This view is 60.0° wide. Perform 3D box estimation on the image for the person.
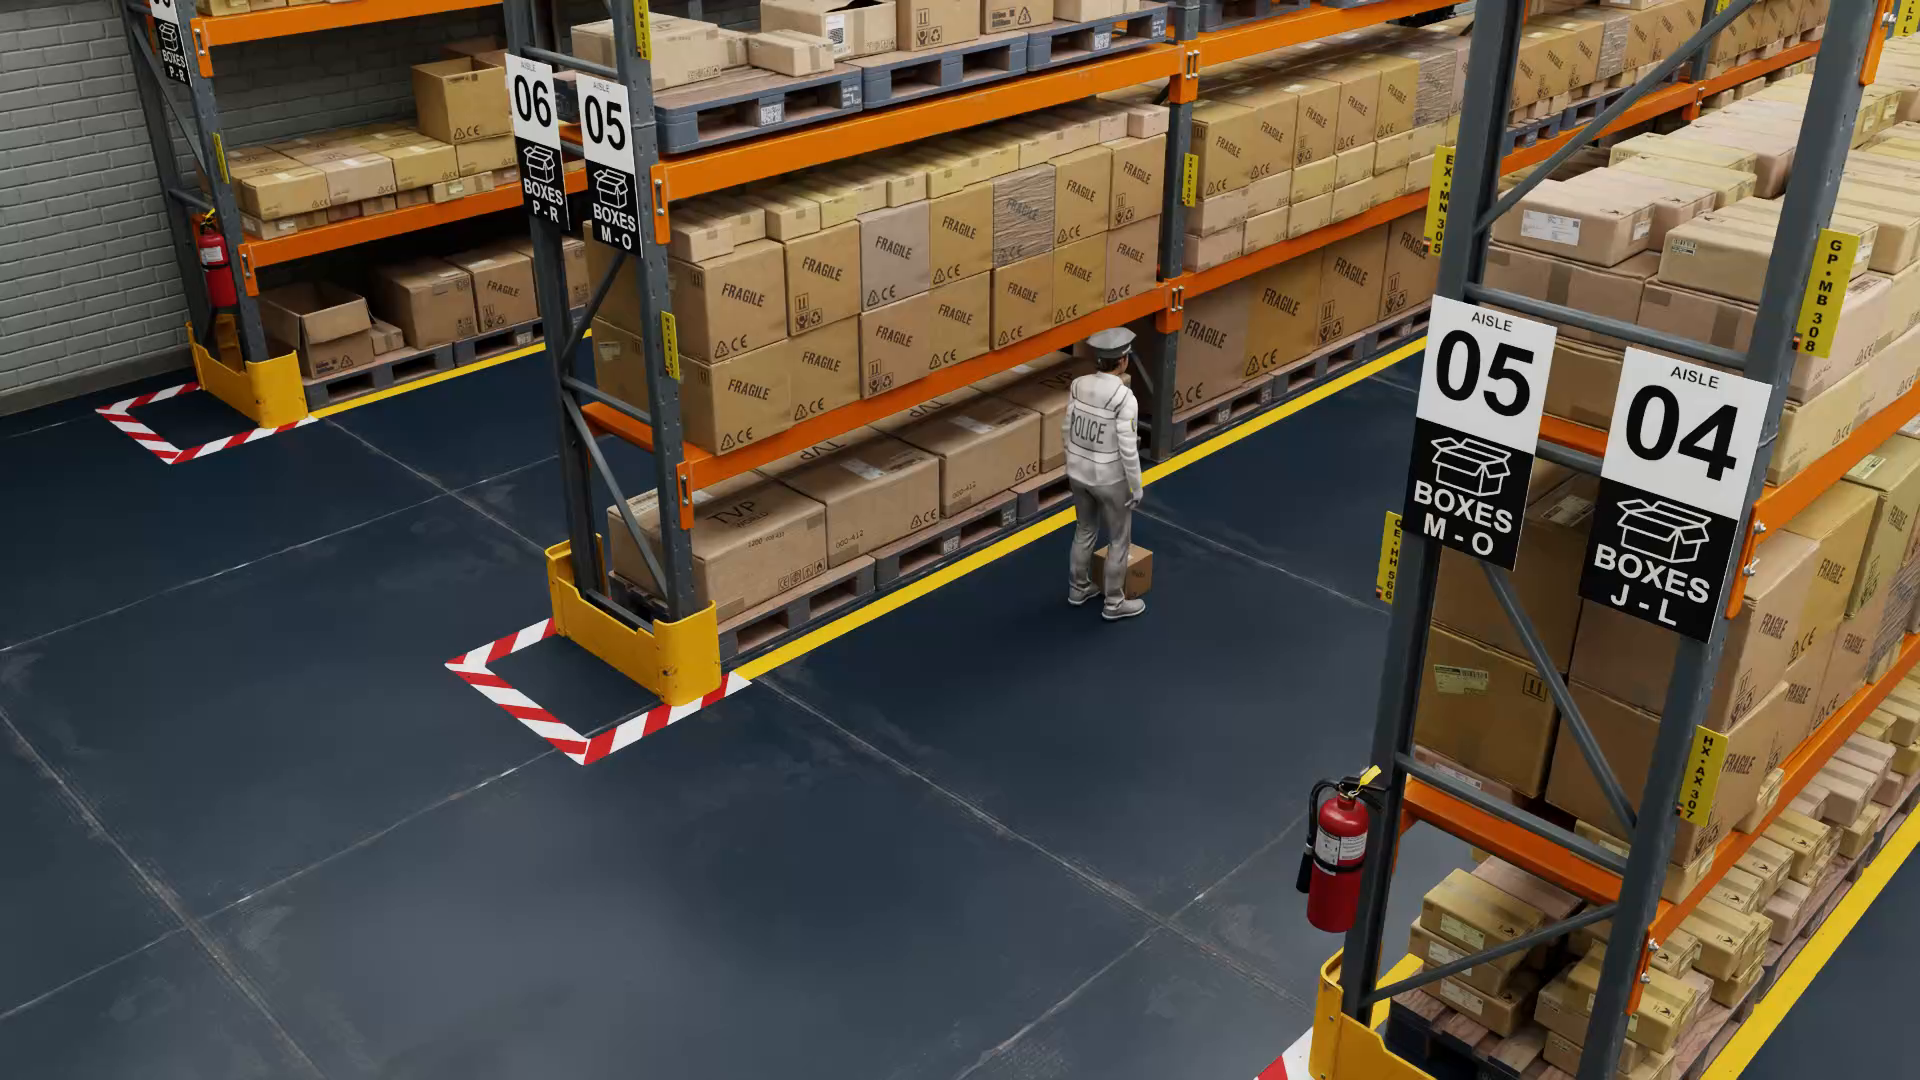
[{"bbox_3d":[0.795,-0.356,9.289,0.529,1.663,0.374,25,37,39],"label":"person"}]
